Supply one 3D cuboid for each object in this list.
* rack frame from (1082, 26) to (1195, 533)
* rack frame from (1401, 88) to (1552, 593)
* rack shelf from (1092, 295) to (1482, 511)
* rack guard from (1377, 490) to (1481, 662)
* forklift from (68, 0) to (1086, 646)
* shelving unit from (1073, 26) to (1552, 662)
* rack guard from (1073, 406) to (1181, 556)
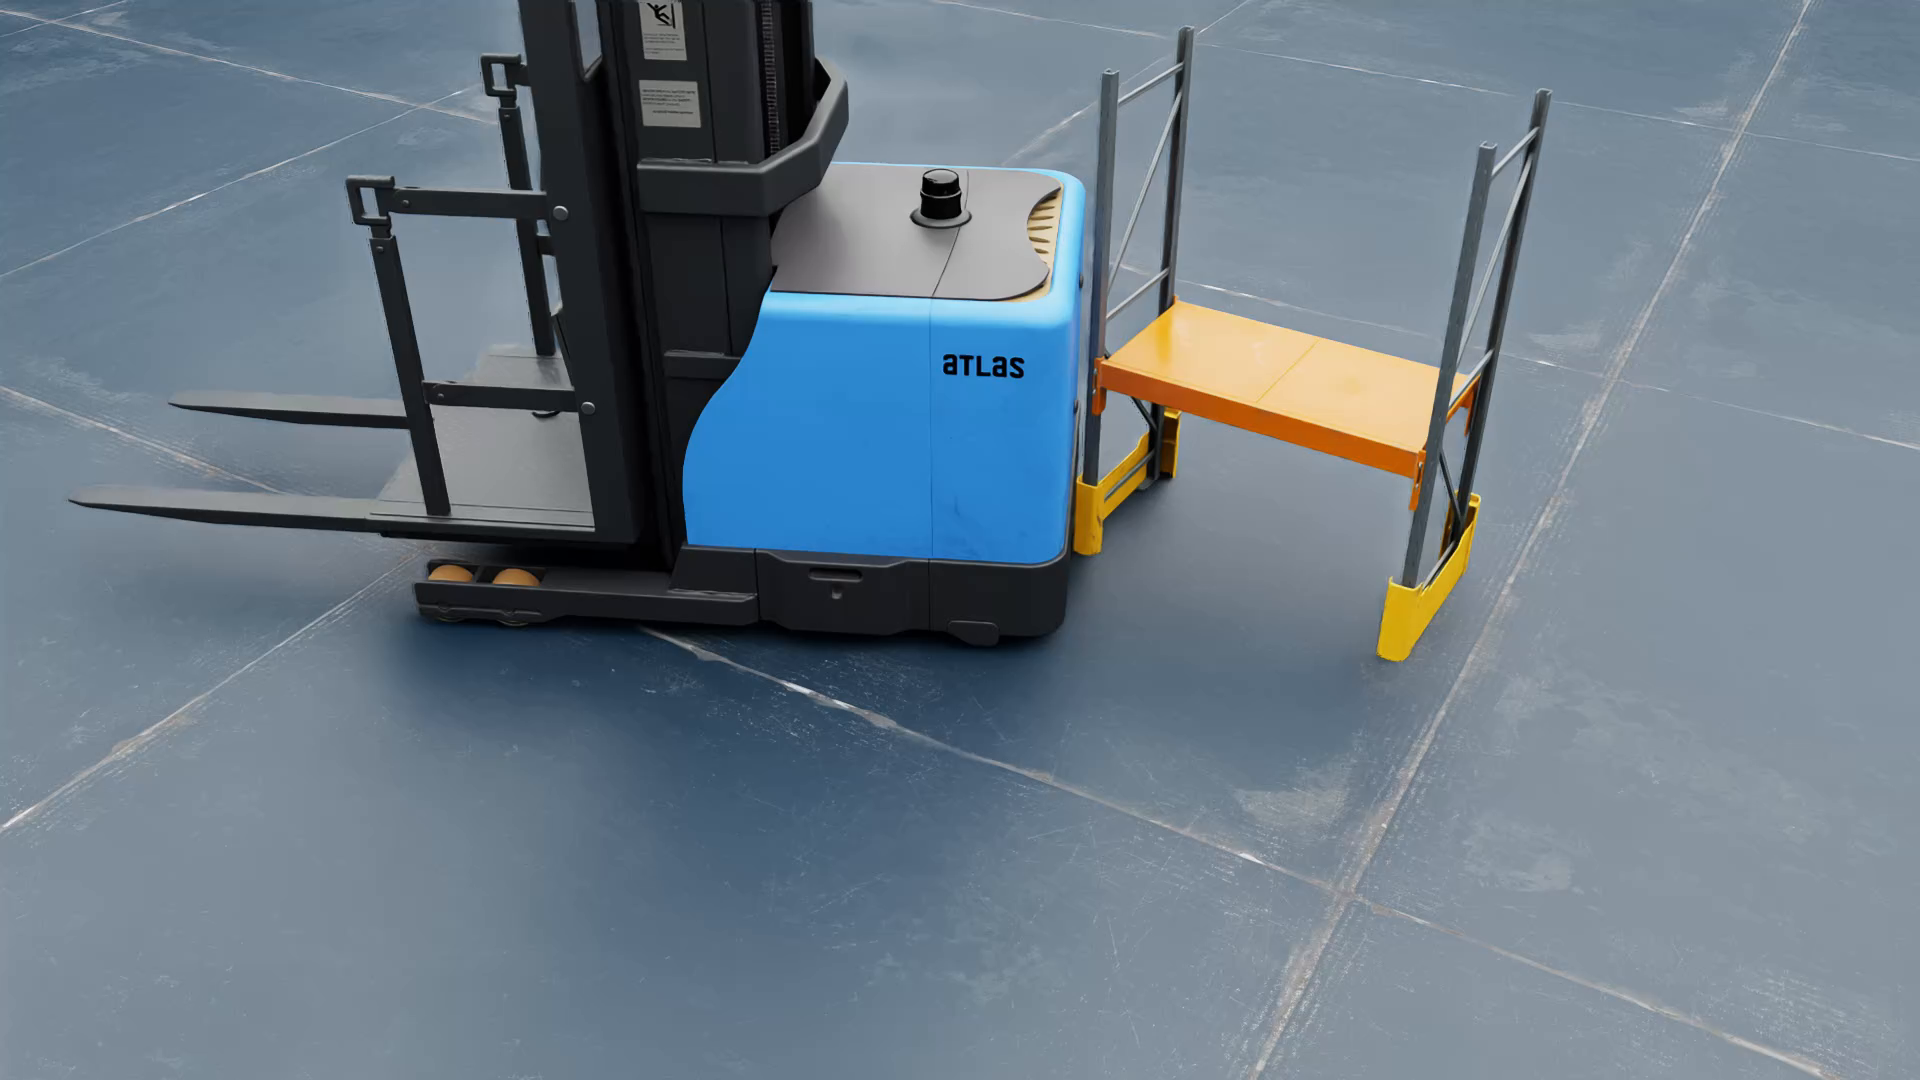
[{"bbox_3d":[0.522,-0.725,4.985,0.032,1.500,0.500,19,38,27],"label":"rack frame"},{"bbox_3d":[1.380,-0.422,4.530,0.032,1.500,0.500,19,38,27],"label":"rack frame"},{"bbox_3d":[0.951,-0.423,4.857,1.000,0.185,0.538,19,38,27],"label":"rack shelf"},{"bbox_3d":[1.379,0.098,4.877,0.087,0.250,0.587,19,38,27],"label":"rack guard"},{"bbox_3d":[-1.163,-1.255,4.490,3.031,2.935,1.130,3,34,5],"label":"forklift"},{"bbox_3d":[0.959,-0.570,4.753,1.083,1.500,0.587,19,38,27],"label":"shelving unit"},{"bbox_3d":[0.539,-0.199,5.323,0.087,0.250,0.587,19,38,27],"label":"rack guard"}]
